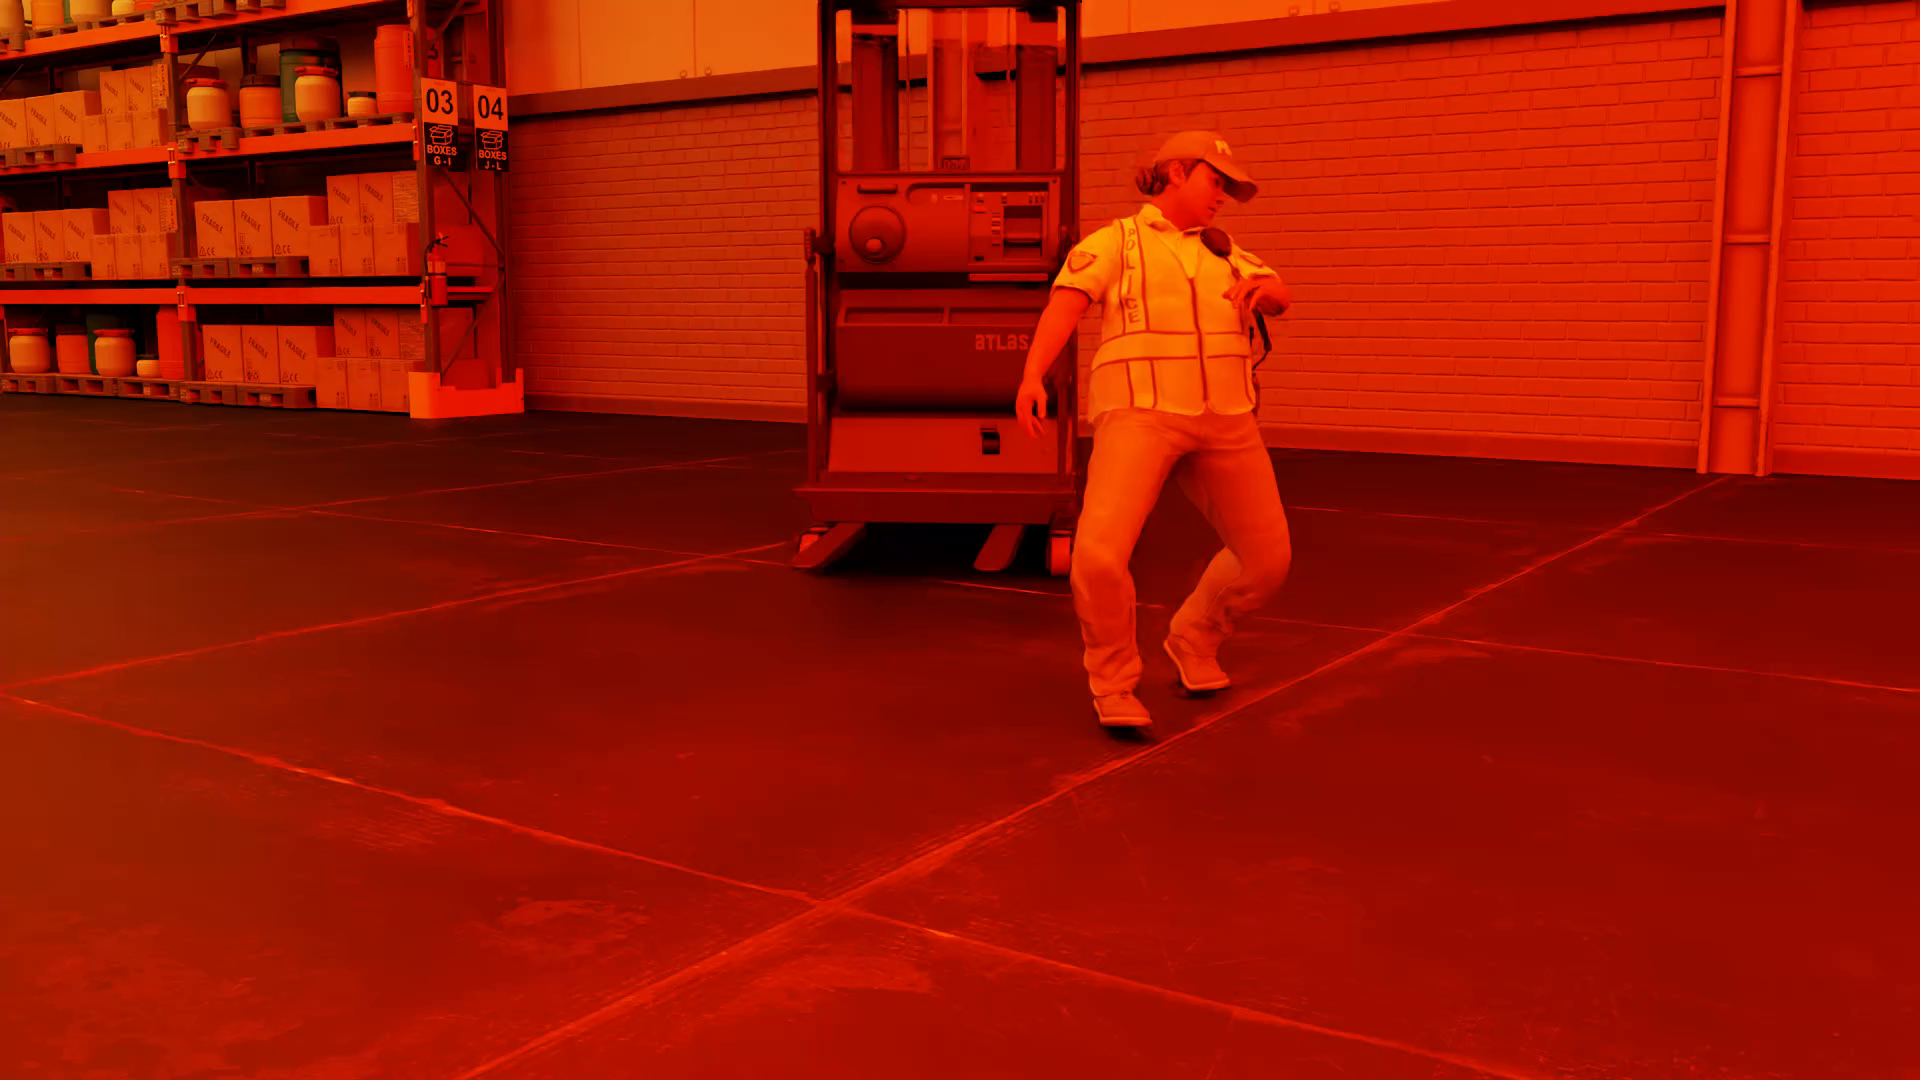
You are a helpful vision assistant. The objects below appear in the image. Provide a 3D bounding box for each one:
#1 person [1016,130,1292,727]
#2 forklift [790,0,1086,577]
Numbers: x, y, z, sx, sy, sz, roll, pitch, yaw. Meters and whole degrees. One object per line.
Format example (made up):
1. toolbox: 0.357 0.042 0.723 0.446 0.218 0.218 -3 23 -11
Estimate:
1. person: 0.501 -0.287 4.201 0.811 1.507 0.784 -4 9 -24
2. forklift: -0.068 -1.352 6.697 1.130 2.935 3.031 1 8 5
